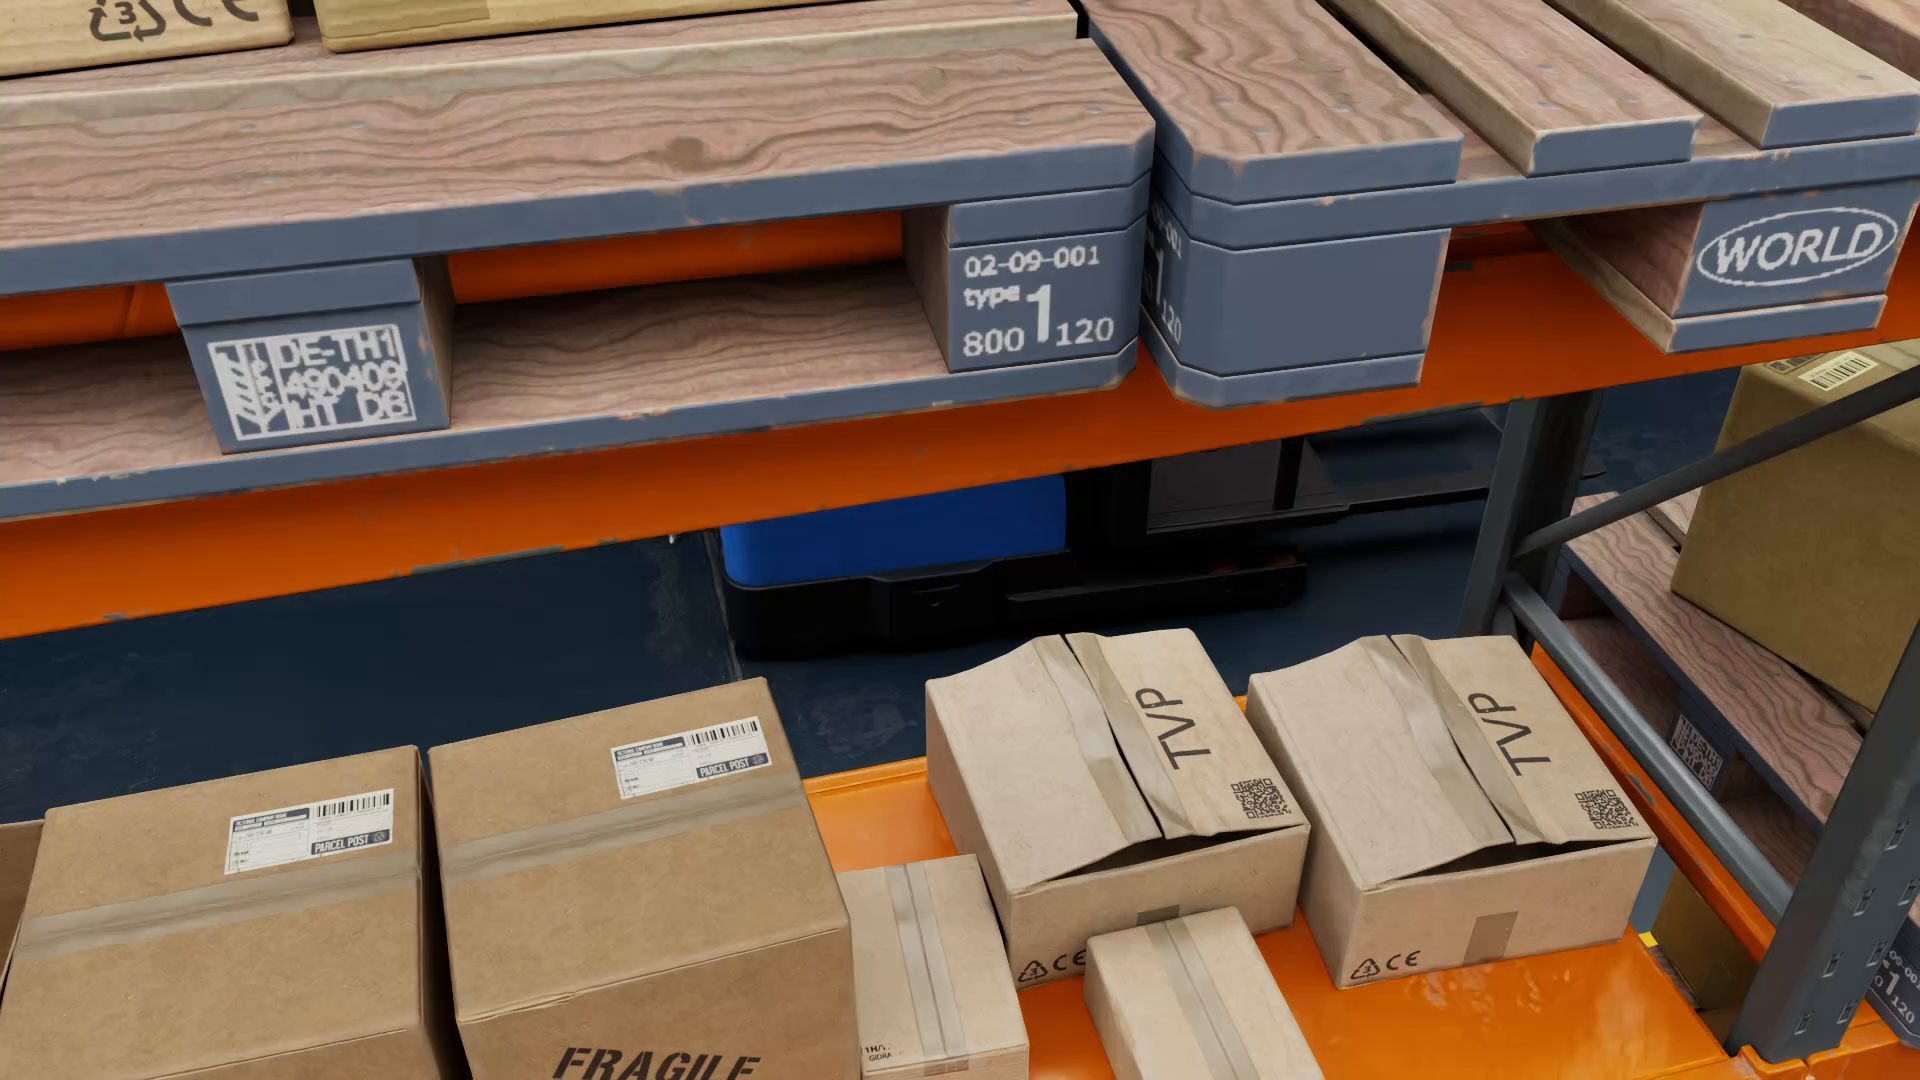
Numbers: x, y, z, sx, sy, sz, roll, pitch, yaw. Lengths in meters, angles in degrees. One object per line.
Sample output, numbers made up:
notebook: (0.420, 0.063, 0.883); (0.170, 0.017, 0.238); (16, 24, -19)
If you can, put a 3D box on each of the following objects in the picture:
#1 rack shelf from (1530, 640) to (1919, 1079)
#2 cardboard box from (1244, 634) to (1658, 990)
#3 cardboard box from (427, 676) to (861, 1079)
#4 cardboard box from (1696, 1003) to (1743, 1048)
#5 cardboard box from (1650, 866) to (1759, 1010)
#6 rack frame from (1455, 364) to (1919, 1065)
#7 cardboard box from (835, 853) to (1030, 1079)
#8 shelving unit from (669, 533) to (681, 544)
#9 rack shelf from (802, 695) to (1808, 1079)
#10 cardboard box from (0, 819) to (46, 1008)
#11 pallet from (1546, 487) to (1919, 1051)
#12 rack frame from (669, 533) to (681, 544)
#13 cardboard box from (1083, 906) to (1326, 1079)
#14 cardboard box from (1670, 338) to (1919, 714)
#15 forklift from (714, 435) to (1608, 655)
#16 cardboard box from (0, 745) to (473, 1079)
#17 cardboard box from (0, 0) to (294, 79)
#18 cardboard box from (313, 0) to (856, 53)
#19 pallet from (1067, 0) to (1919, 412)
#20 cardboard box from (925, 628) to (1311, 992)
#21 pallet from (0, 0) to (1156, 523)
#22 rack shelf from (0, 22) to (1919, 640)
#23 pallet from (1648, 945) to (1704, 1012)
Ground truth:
rack shelf: (3.091, 0.325, 3.449); (4.000, 0.370, 1.077); (-9, 38, -12)
cardboard box: (0.798, 0.423, 2.801); (0.500, 0.311, 0.500); (-7, 38, -9)
cardboard box: (-0.455, 0.592, 2.426); (0.500, 0.500, 0.500); (-11, 39, -14)
cardboard box: (1.675, 1.270, 3.317); (0.500, 0.500, 0.500); (-8, 38, -10)
cardboard box: (2.002, 0.888, 3.815); (0.500, 0.500, 0.500); (-8, 38, -10)
rack frame: (1.161, 0.356, 2.816); (0.127, 3.000, 1.000); (-9, 38, -12)
cardboard box: (-0.056, 0.691, 2.585); (0.250, 0.149, 0.380); (-7, 38, -9)
shelving unit: (-1.182, -0.584, 5.526); (0.503, 1.200, 0.258); (13, 39, 16)
rack shelf: (-0.770, 0.958, 2.620); (4.000, 0.370, 1.077); (-9, 38, -12)
cardboard box: (-1.447, 0.754, 2.213); (0.500, 0.500, 0.500); (-7, 38, -9)
pallet: (1.797, 0.284, 3.068); (1.003, 0.211, 1.213); (-9, 38, -12)
rack frame: (-0.953, -0.533, 5.459); (0.015, 1.200, 0.240); (13, 39, 16)
cardboard box: (0.364, 0.760, 2.494); (0.250, 0.149, 0.380); (-9, 38, -12)
cardboard box: (1.739, -0.016, 2.875); (0.500, 0.500, 0.700); (-23, 43, -27)
forklift: (0.673, -1.246, 4.966); (3.031, 2.935, 1.130); (-7, 38, -9)
cardboard box: (-0.963, 0.675, 2.317); (0.500, 0.500, 0.500); (-9, 38, -12)
cardboard box: (-0.839, -0.576, 1.343); (0.500, 0.250, 0.500); (-12, 39, -16)
cardboard box: (-0.319, -0.660, 1.453); (0.500, 0.250, 0.500); (-10, 39, -13)
pallet: (0.529, -0.601, 1.753); (1.003, 0.211, 1.213); (-8, 38, -10)
cardboard box: (0.247, 0.419, 2.806); (0.500, 0.311, 0.500); (-10, 38, -12)
pallet: (-0.550, -0.422, 1.519); (1.213, 0.211, 1.003); (-8, 38, -10)
rack shelf: (-0.770, -0.233, 1.709); (4.000, 0.370, 1.077); (-9, 38, -12)
pallet: (1.891, 1.367, 3.789); (1.213, 0.211, 1.003); (-9, 38, -12)
